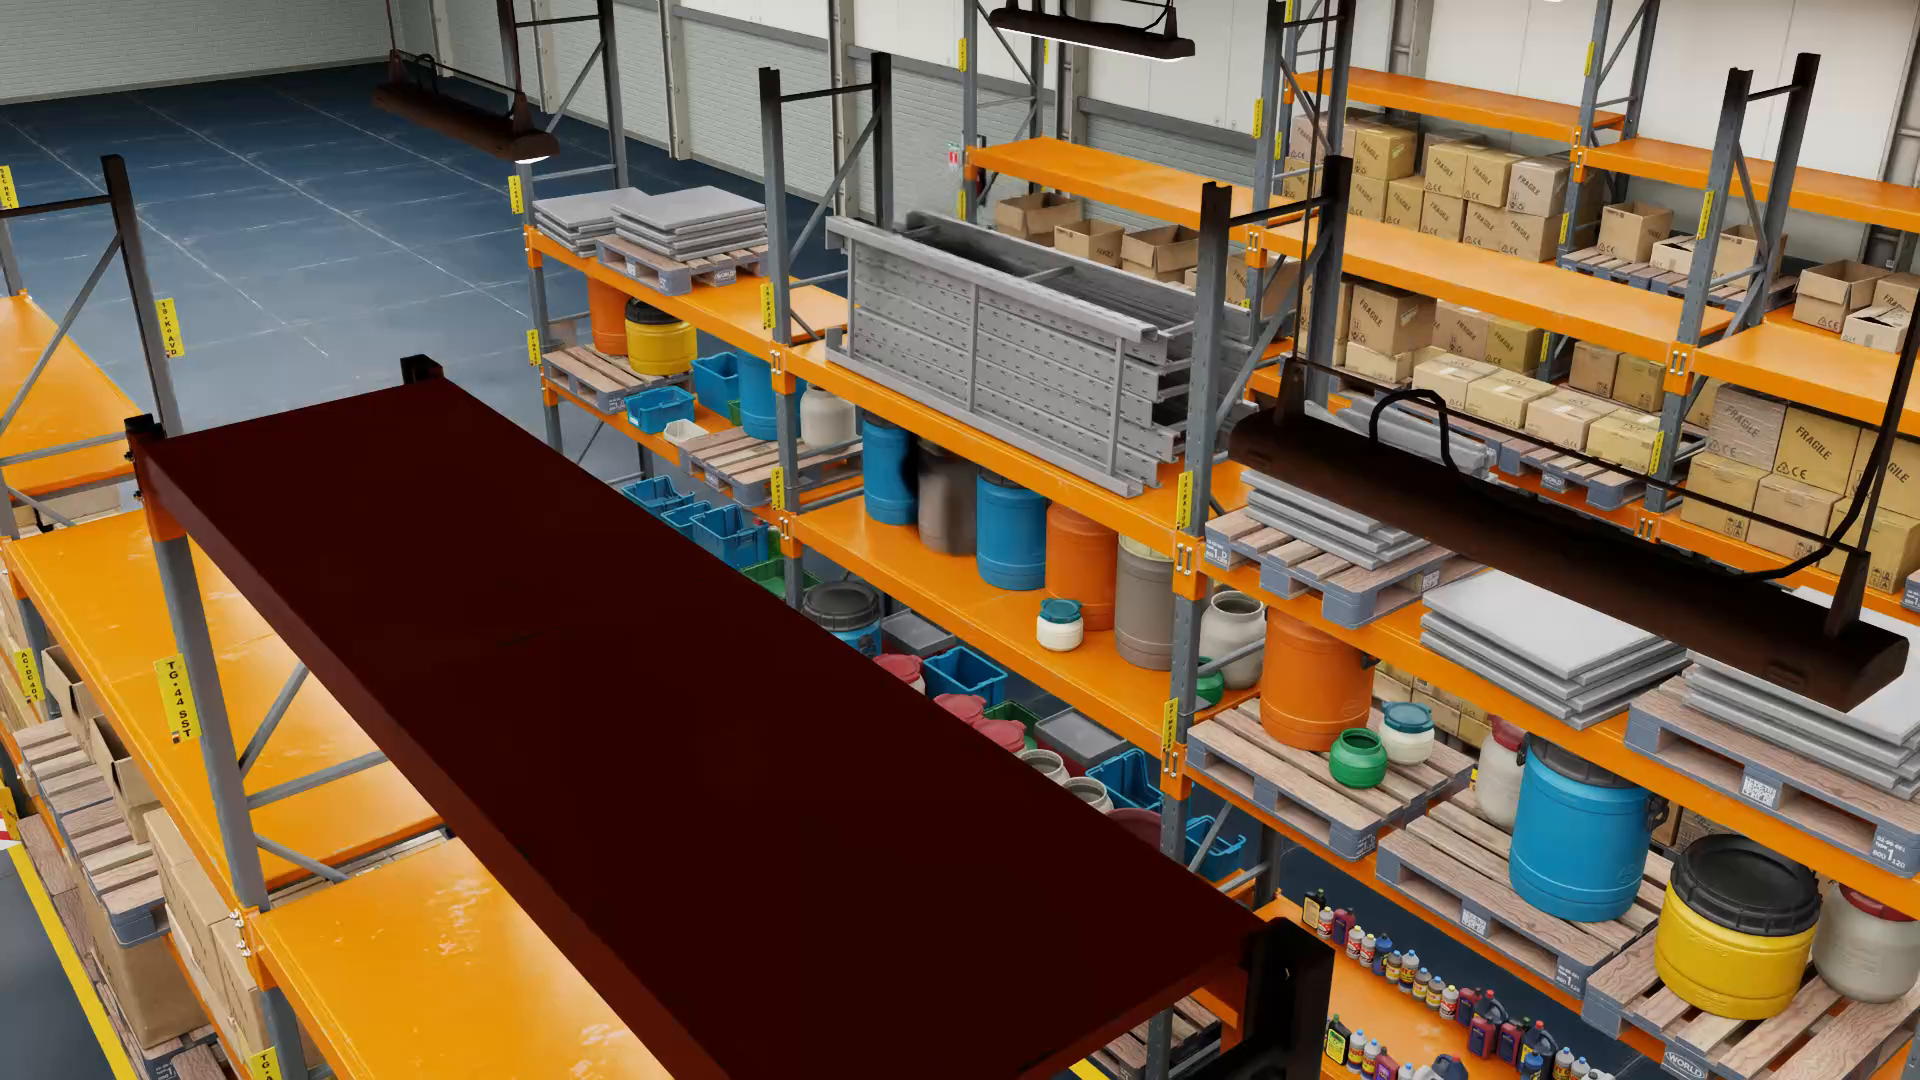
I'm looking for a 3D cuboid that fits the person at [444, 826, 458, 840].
[{"bbox_3d":[-3.543,2.056,12.095,0.940,1.643,0.603,23,34,39],"label":"person"}]

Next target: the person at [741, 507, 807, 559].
[{"bbox_3d":[-1.850,-0.110,16.432,0.876,1.844,0.643,19,32,34],"label":"person"}]
